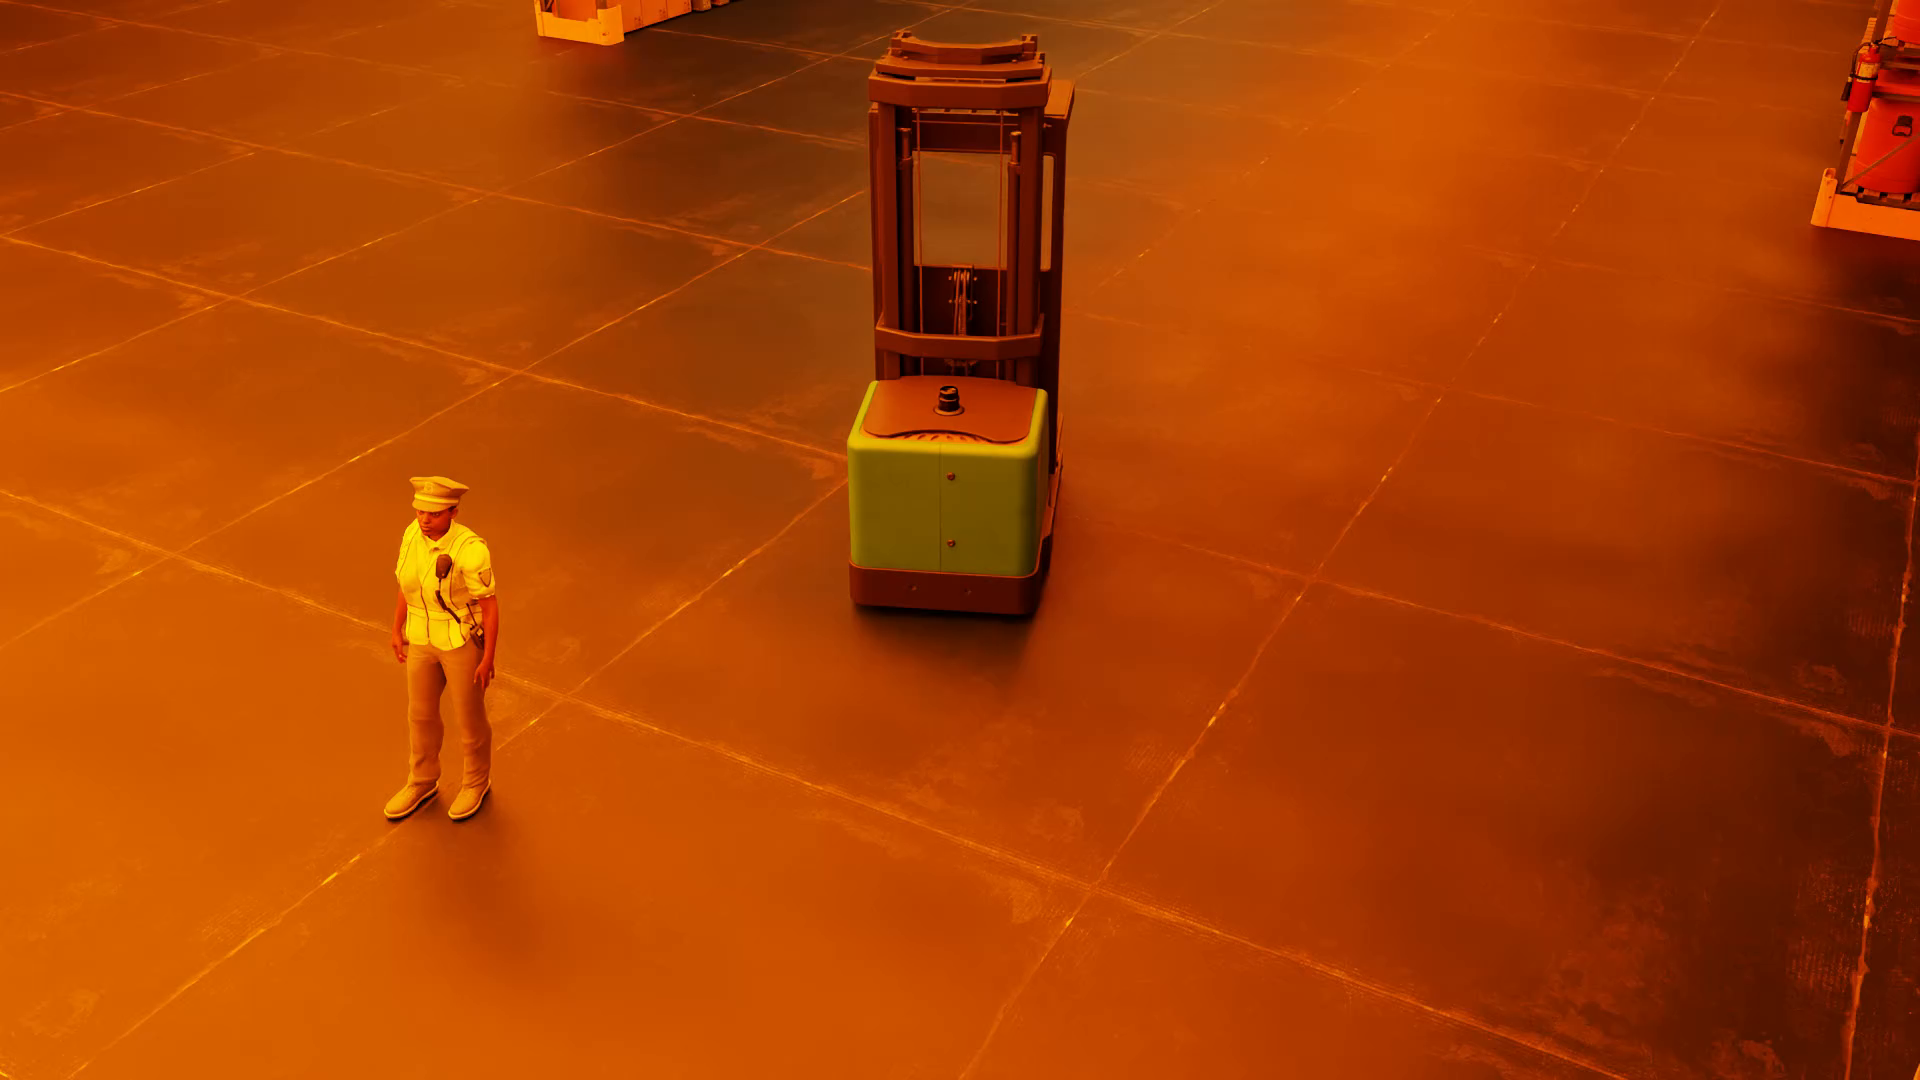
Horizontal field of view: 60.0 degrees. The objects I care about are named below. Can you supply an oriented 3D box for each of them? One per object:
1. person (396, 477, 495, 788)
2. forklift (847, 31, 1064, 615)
[{"bbox_3d":[-2.310,0.431,7.479,0.512,1.630,0.394,12,32,19],"label":"person"},{"bbox_3d":[0.072,-1.572,9.794,1.130,2.935,3.031,3,30,6],"label":"forklift"}]
